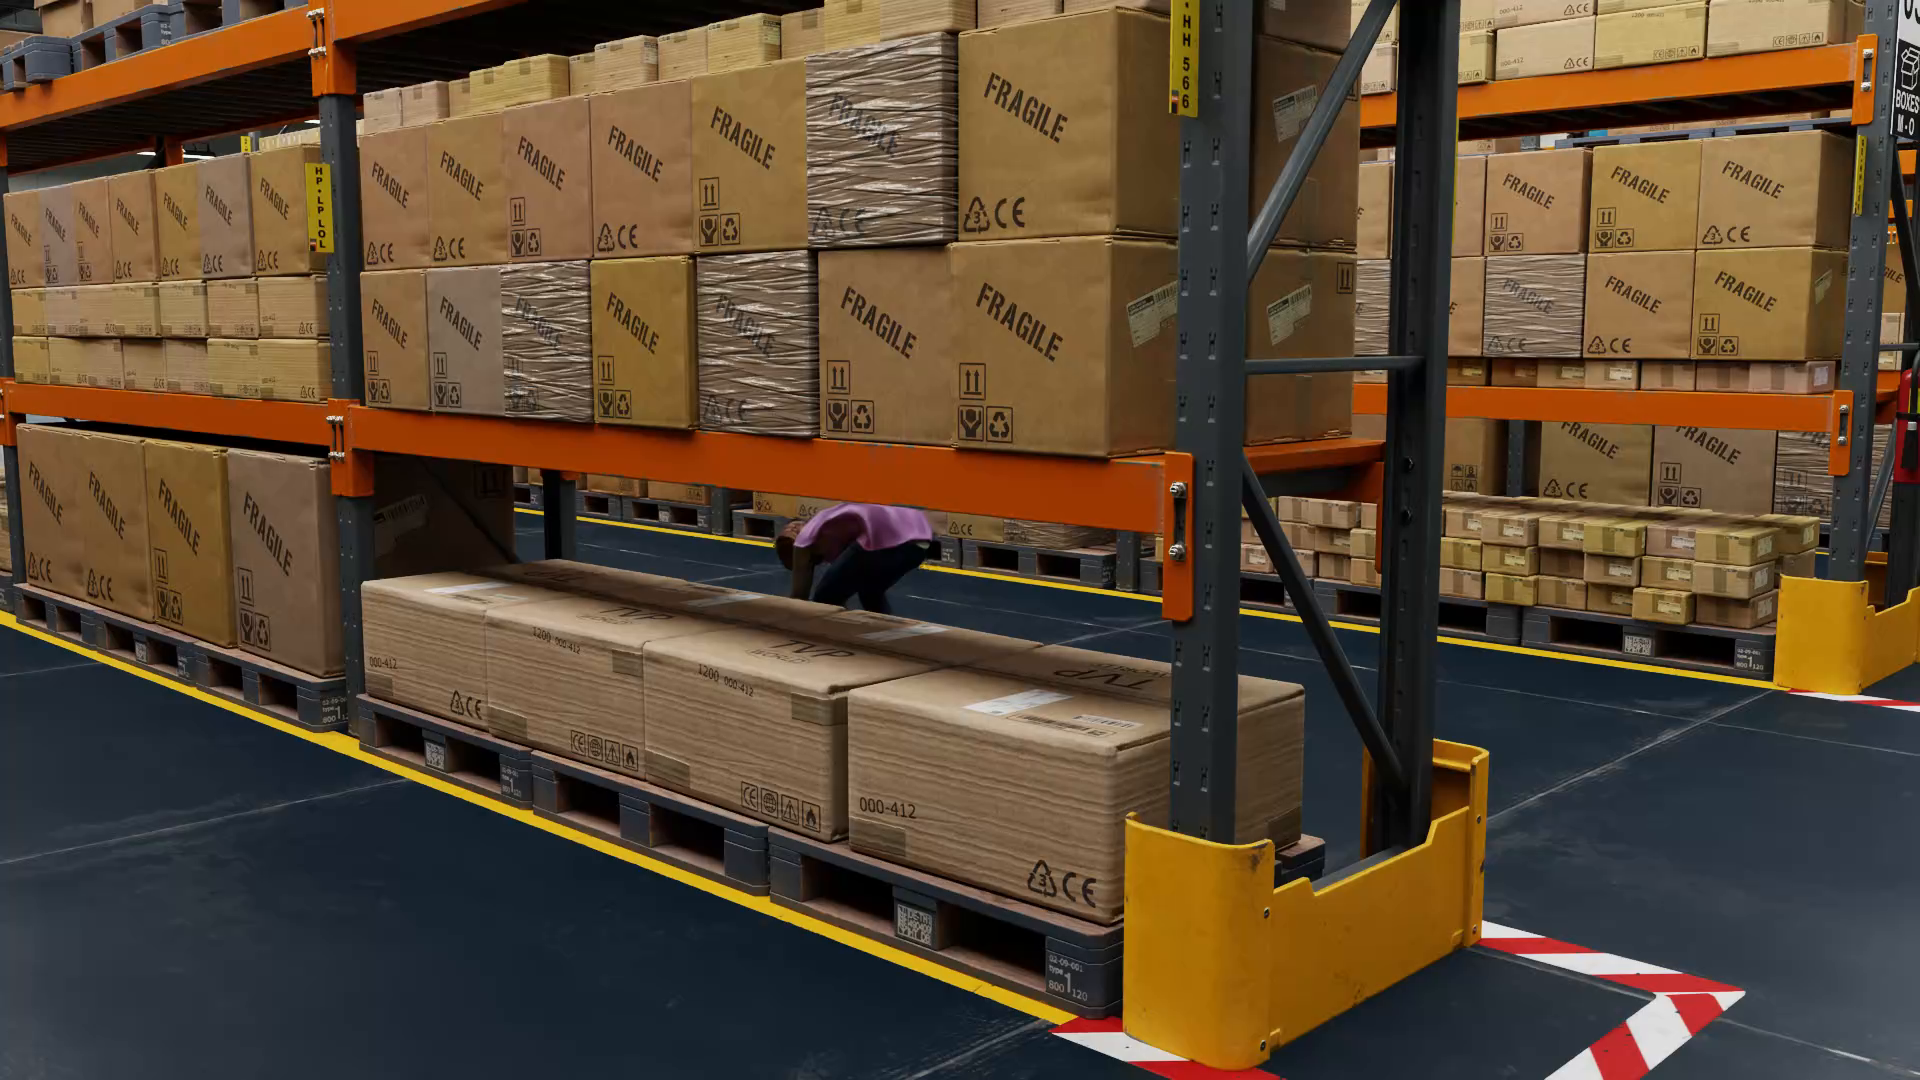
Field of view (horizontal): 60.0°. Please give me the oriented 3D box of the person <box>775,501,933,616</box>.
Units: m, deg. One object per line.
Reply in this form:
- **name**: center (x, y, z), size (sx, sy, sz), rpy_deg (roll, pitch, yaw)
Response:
- **person**: center (-0.496, 0.230, 7.262), size (0.857, 0.899, 0.417), rpy_deg (6, 10, 41)
